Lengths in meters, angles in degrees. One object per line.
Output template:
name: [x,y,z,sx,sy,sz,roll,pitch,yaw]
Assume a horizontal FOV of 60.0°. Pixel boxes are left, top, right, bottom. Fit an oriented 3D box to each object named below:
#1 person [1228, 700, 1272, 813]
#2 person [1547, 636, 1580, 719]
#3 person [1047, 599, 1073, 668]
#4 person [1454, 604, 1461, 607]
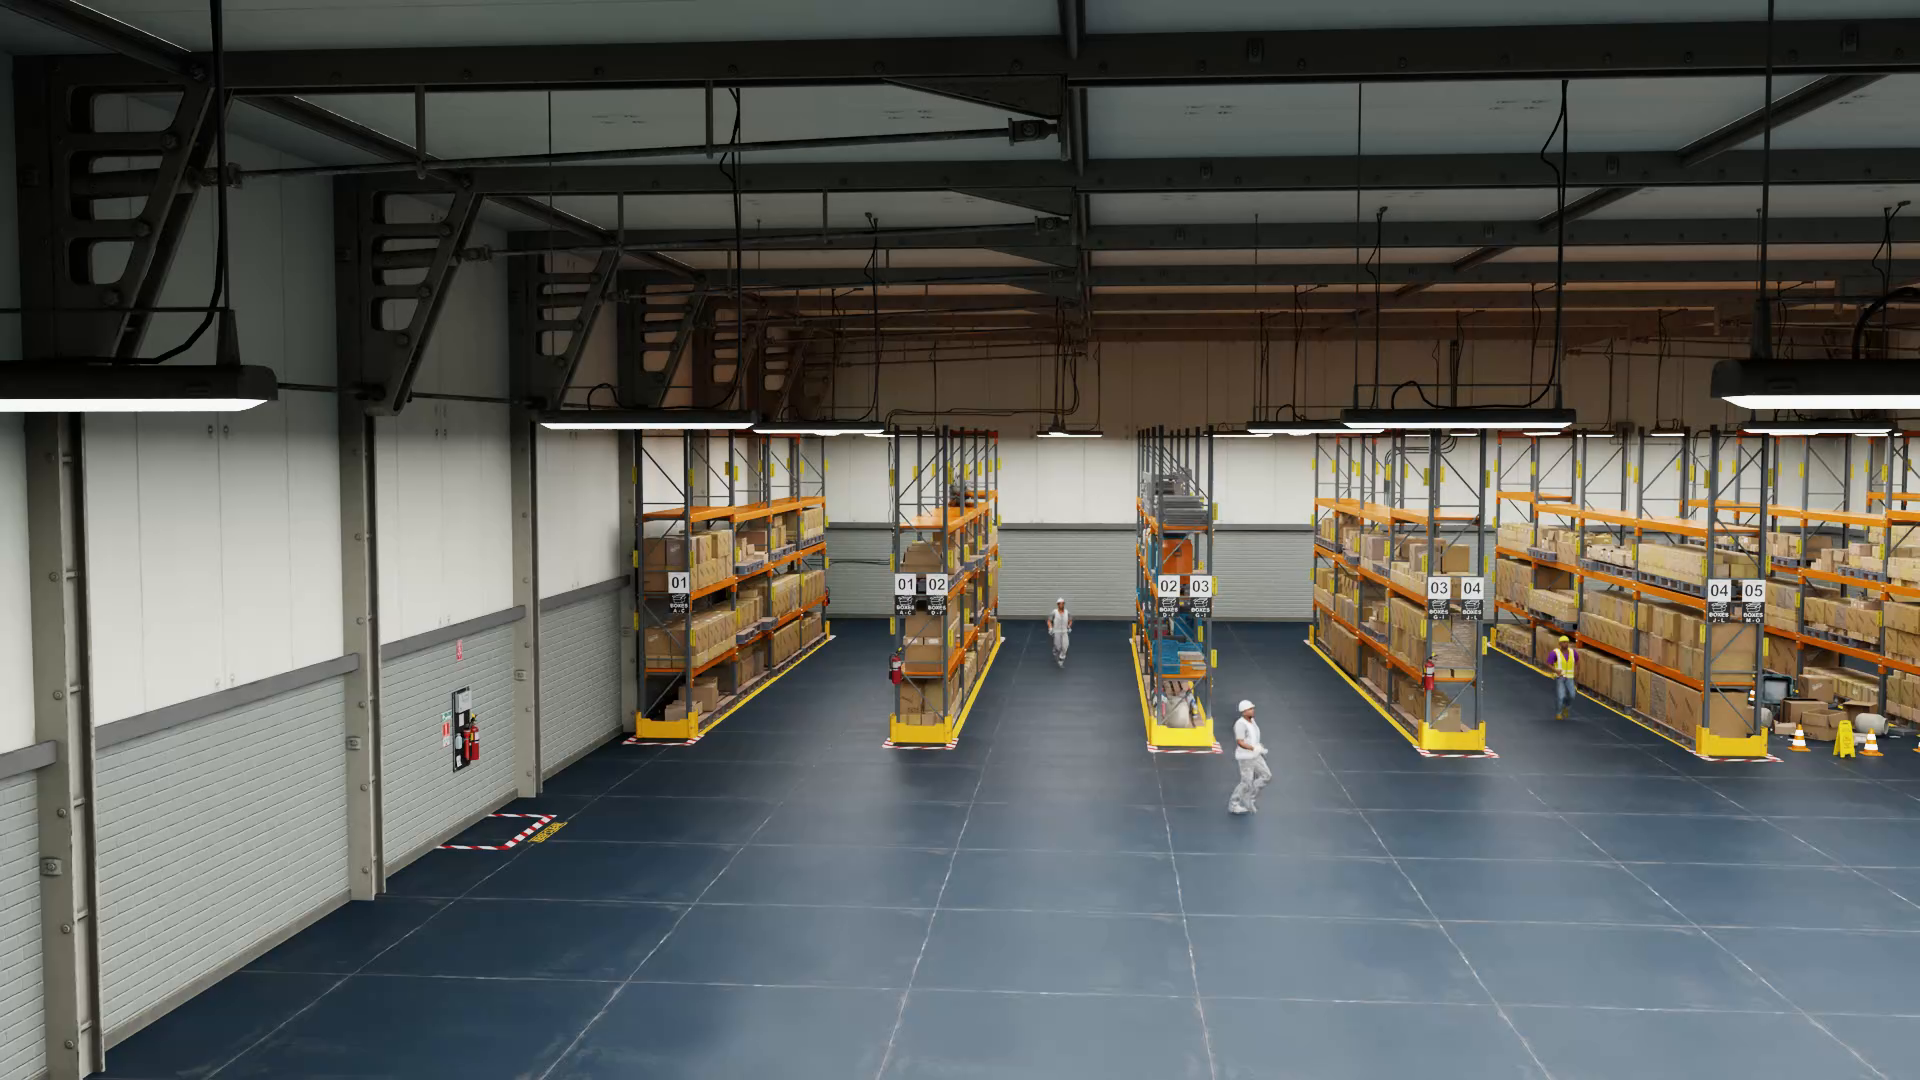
person: [4.439,3.316,25.426,0.654,1.752,0.695,2,4,30]
person: [12.357,2.811,33.936,0.733,1.720,0.582,0,3,-1]
person: [2.537,2.343,41.913,0.646,1.741,0.603,-1,3,-9]
person: [13.494,2.129,45.396,0.615,1.766,0.851,0,3,5]
